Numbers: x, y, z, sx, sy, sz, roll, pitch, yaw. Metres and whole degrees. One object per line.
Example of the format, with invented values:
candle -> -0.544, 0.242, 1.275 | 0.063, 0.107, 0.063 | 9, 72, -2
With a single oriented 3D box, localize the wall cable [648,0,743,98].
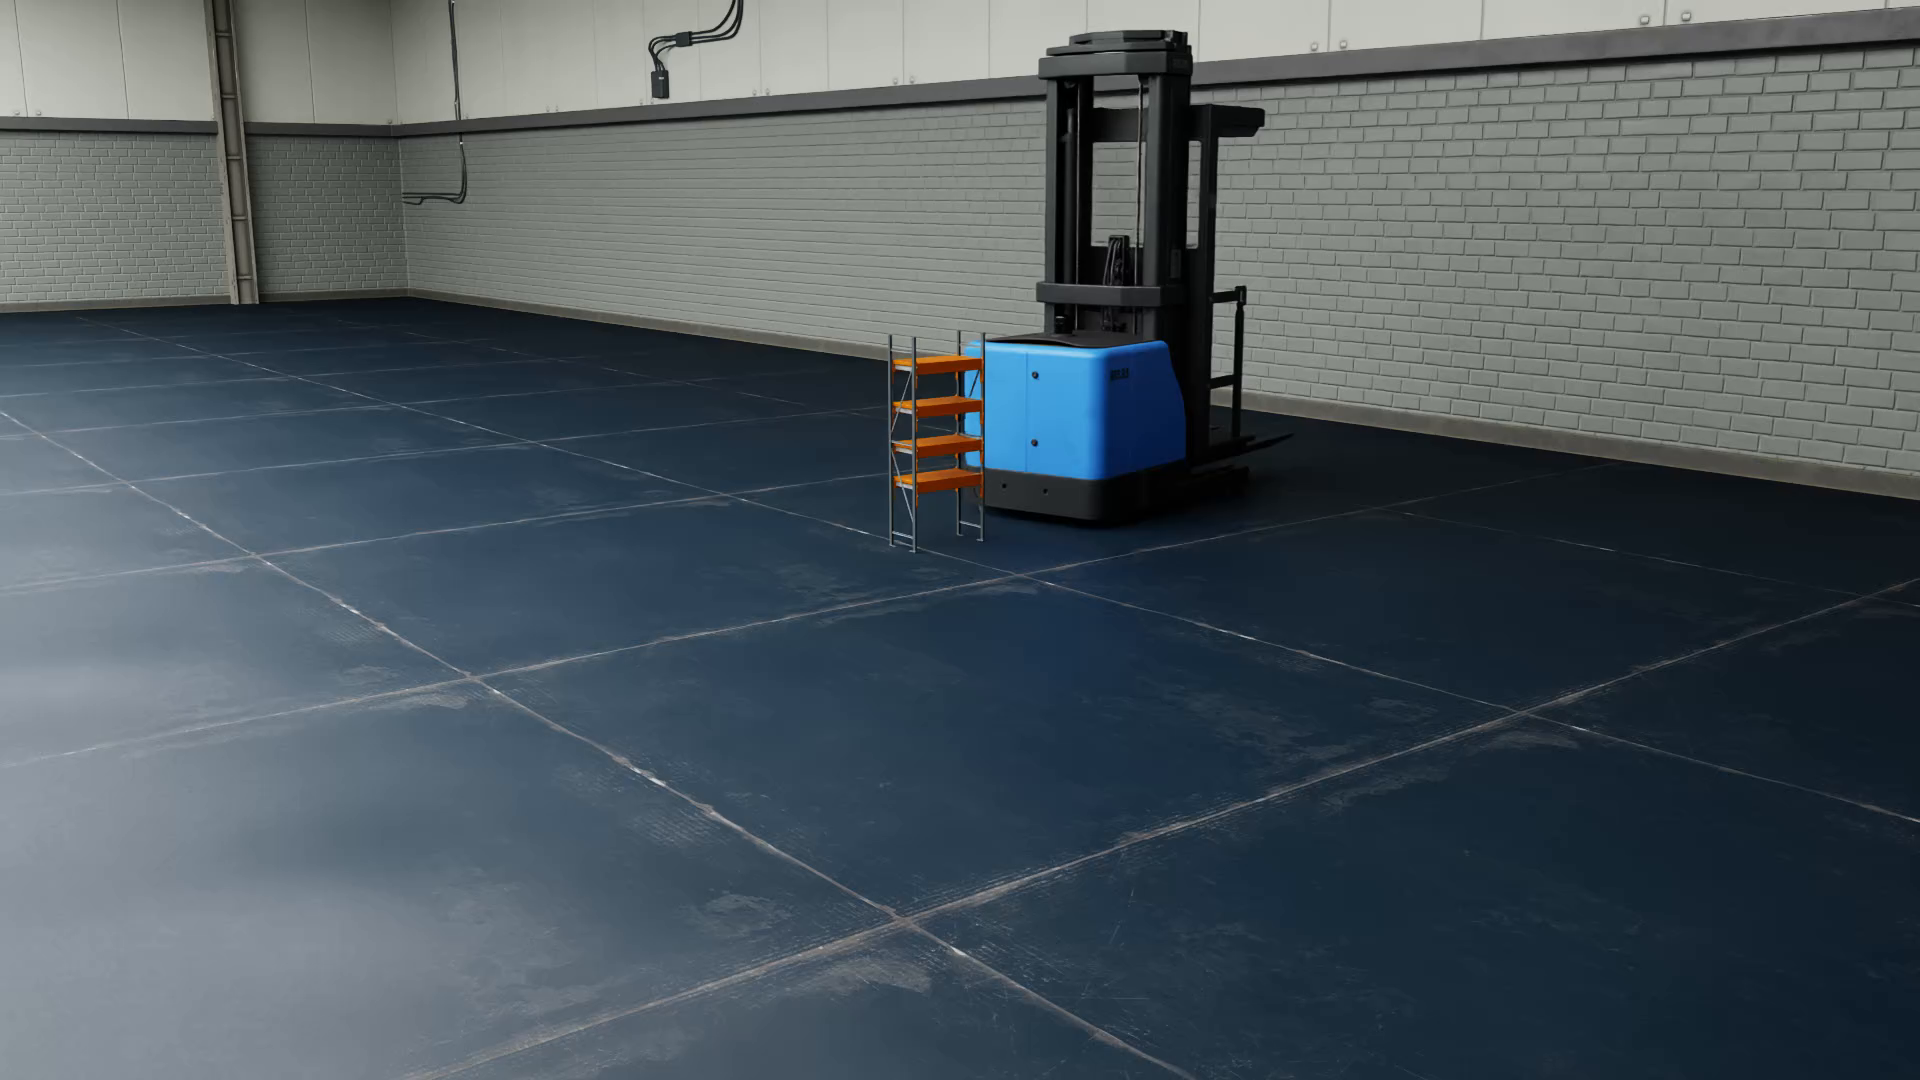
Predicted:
wall cable -> -3.496, -8.840, 21.408 | 0.169, 6.003, 2.305 | -9, 15, -38

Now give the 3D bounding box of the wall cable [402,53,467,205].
wall cable -> -9.414, -7.200, 29.345 | 0.112, 2.526, 3.097 | -9, 15, -38

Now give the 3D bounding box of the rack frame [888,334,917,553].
rack frame -> -0.320, -0.534, 9.254 | 0.015, 1.200, 0.240 | -9, 15, -38

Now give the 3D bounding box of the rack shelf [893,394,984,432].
rack shelf -> -0.129, -0.718, 9.370 | 0.480, 0.148, 0.258 | -9, 15, -38

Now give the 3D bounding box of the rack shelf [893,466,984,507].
rack shelf -> -0.129, -0.305, 9.458 | 0.480, 0.148, 0.258 | -9, 15, -38

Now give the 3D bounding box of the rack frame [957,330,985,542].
rack frame -> 0.061, -0.597, 9.552 | 0.015, 1.200, 0.240 | -9, 15, -38

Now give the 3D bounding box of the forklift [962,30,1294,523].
forklift -> 1.294, -1.790, 11.000 | 1.130, 2.935, 3.031 | 9, 15, 35

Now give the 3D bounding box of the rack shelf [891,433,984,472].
rack shelf -> -0.129, -0.500, 9.417 | 0.480, 0.148, 0.258 | -9, 15, -38

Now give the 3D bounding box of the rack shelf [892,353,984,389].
rack shelf -> -0.129, -0.950, 9.321 | 0.480, 0.148, 0.258 | -9, 15, -38

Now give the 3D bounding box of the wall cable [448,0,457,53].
wall cable -> -7.724, -9.231, 26.754 | 0.112, 2.526, 3.097 | -9, 15, -38

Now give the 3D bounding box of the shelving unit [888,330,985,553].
shelving unit -> -0.129, -0.565, 9.403 | 0.503, 1.200, 0.258 | -9, 15, -38

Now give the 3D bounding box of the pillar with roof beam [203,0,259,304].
pillar with roof beam -> -9.851, -7.852, 24.944 | 0.400, 9.000, 9.100 | -9, 15, -38
